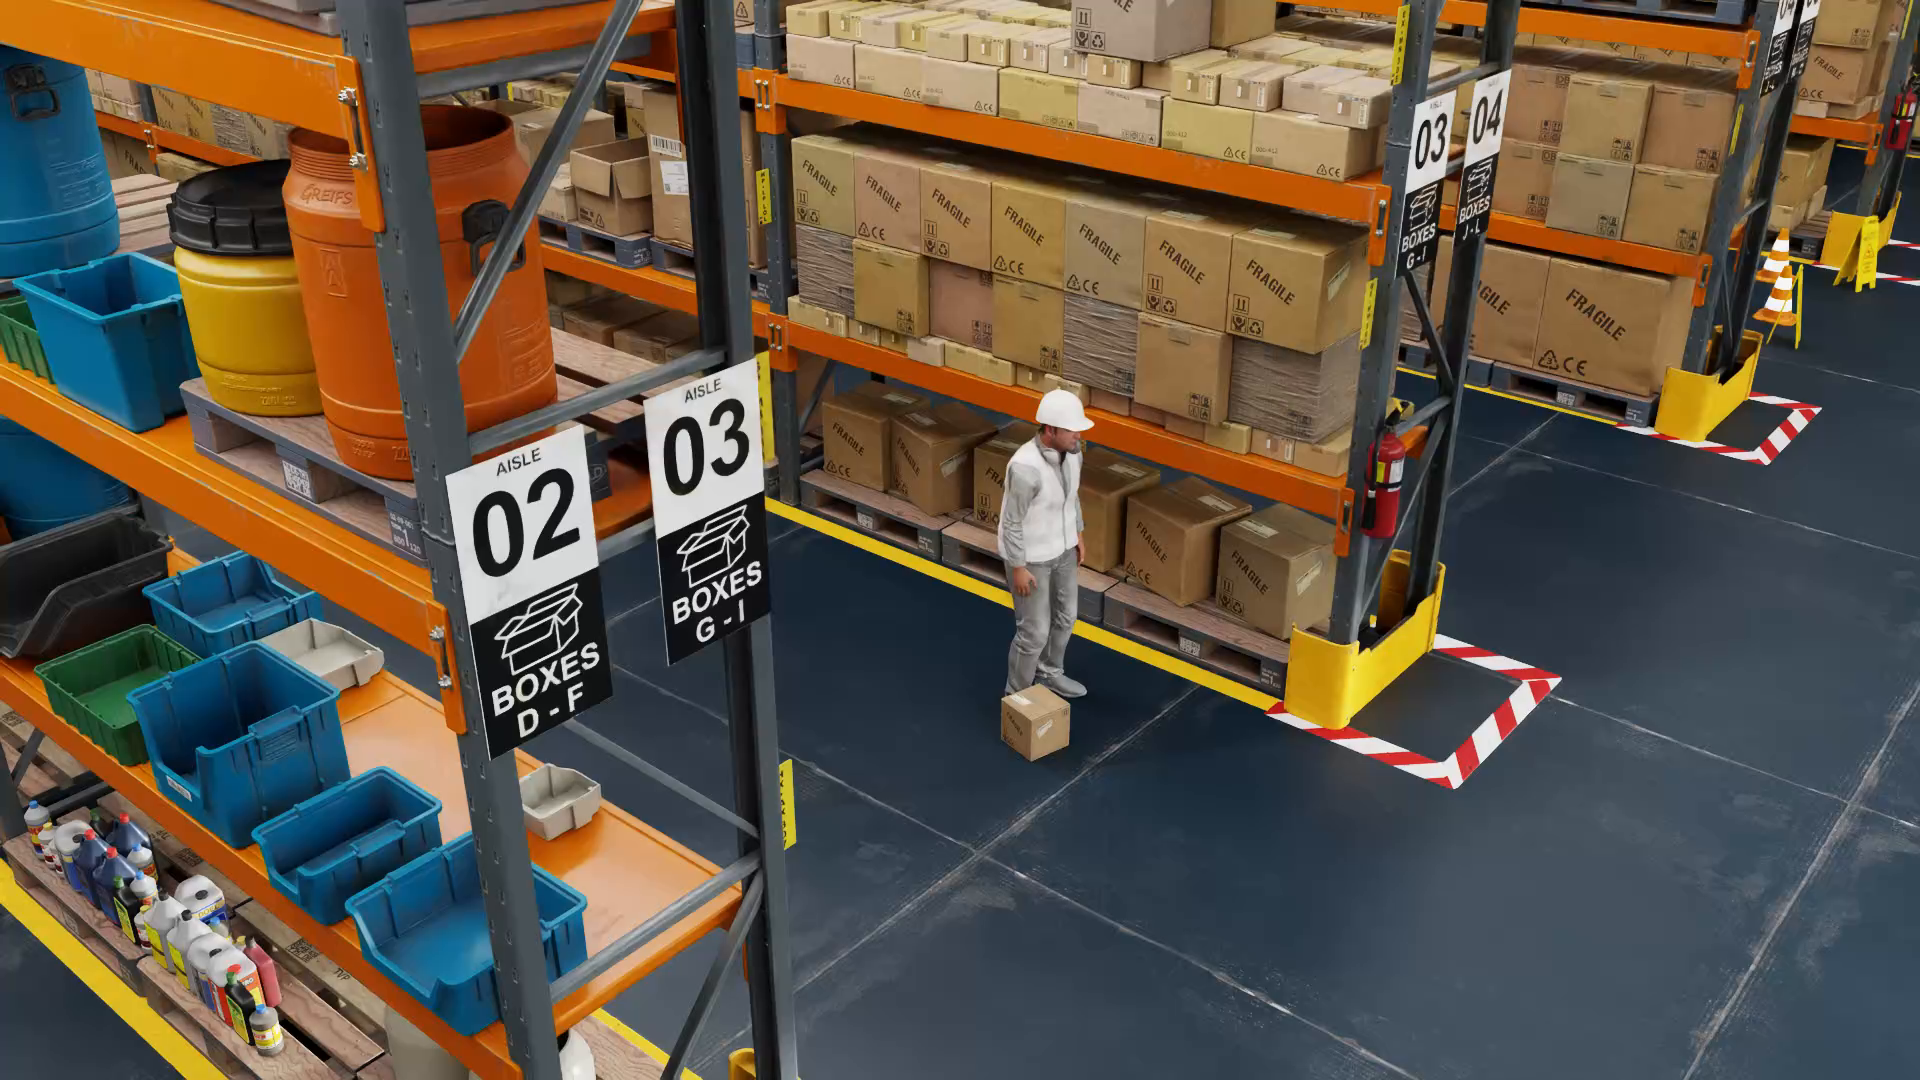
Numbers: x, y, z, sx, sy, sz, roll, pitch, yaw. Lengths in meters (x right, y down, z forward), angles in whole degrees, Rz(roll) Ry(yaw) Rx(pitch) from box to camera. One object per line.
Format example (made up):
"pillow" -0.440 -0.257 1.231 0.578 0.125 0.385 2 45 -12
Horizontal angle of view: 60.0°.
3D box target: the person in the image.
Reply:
"person" 0.435 0.059 8.473 0.461 1.771 0.581 20 33 34
